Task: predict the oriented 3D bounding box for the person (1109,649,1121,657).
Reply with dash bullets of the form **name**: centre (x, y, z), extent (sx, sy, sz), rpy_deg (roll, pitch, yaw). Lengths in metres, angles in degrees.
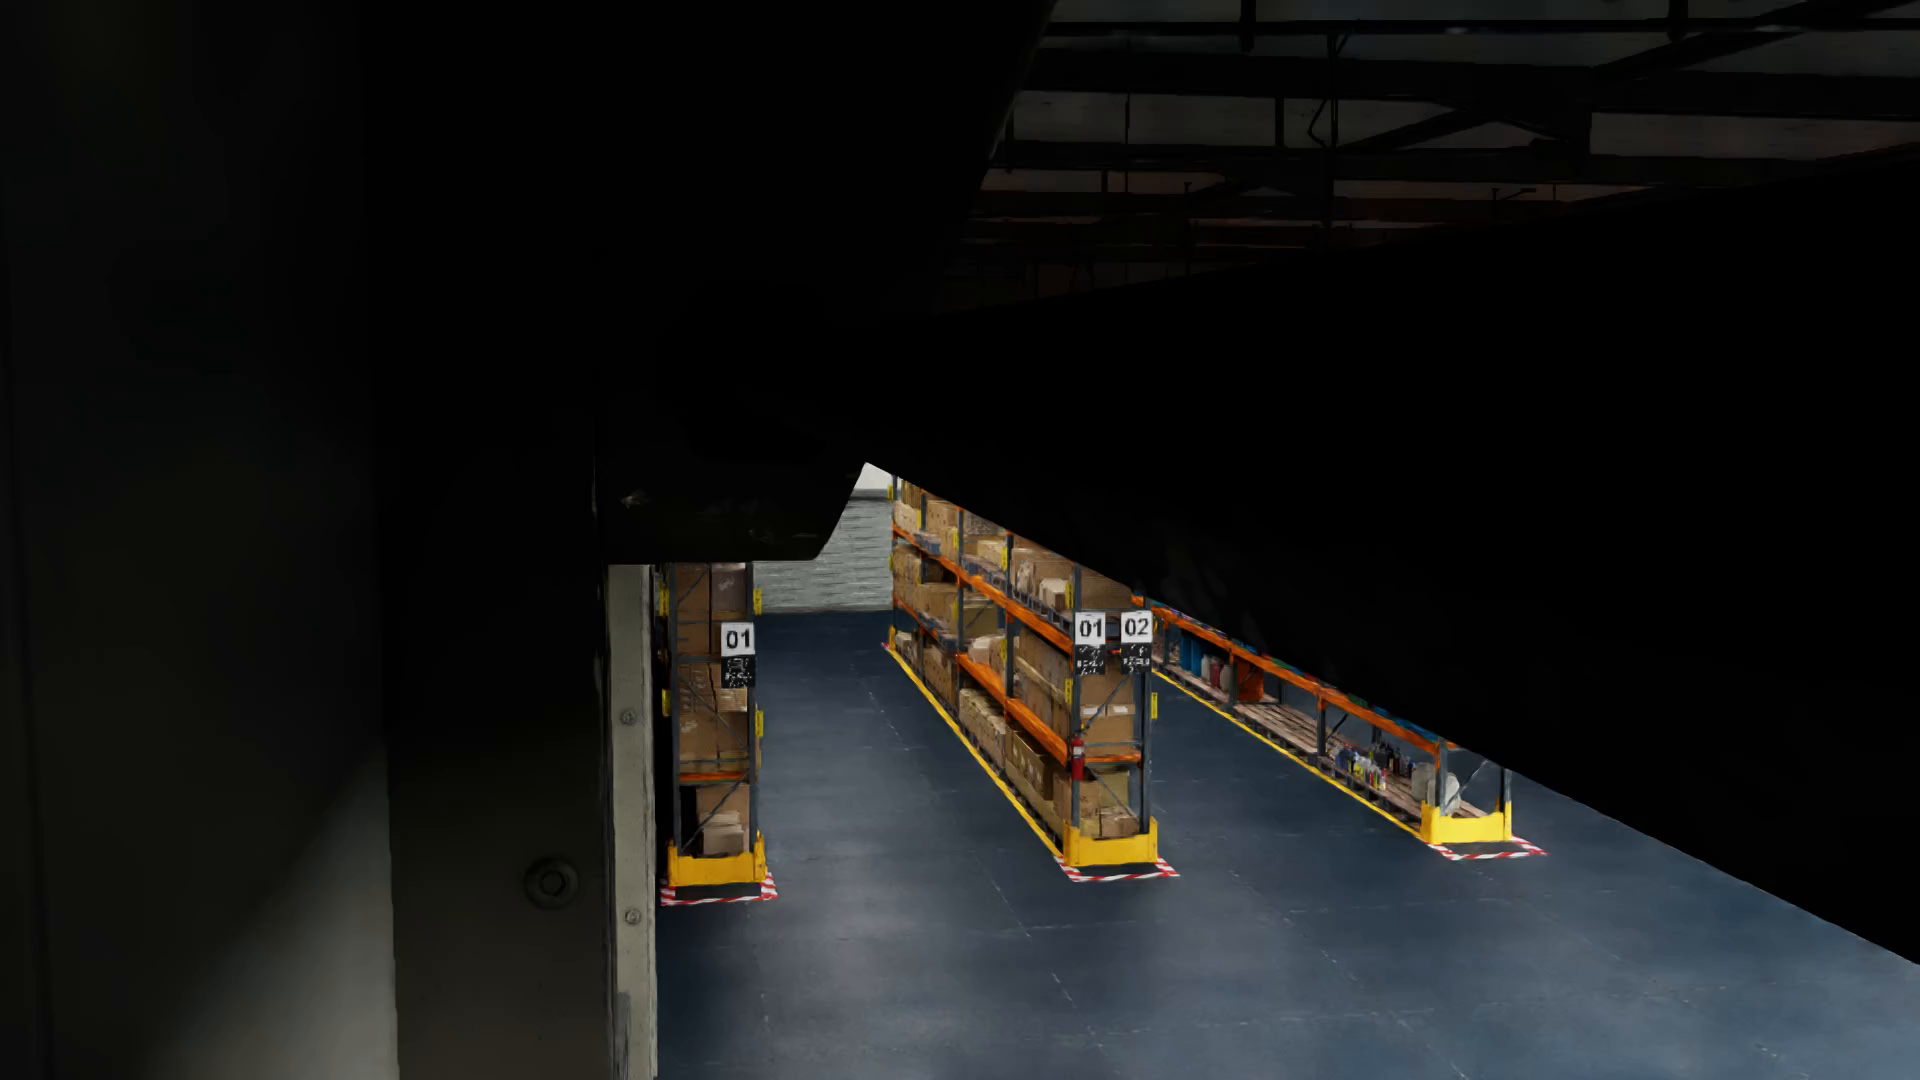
- **person**: centre (2.533, 2.406, 28.390), extent (0.461, 1.724, 0.586), rpy_deg (-4, 8, -36)
